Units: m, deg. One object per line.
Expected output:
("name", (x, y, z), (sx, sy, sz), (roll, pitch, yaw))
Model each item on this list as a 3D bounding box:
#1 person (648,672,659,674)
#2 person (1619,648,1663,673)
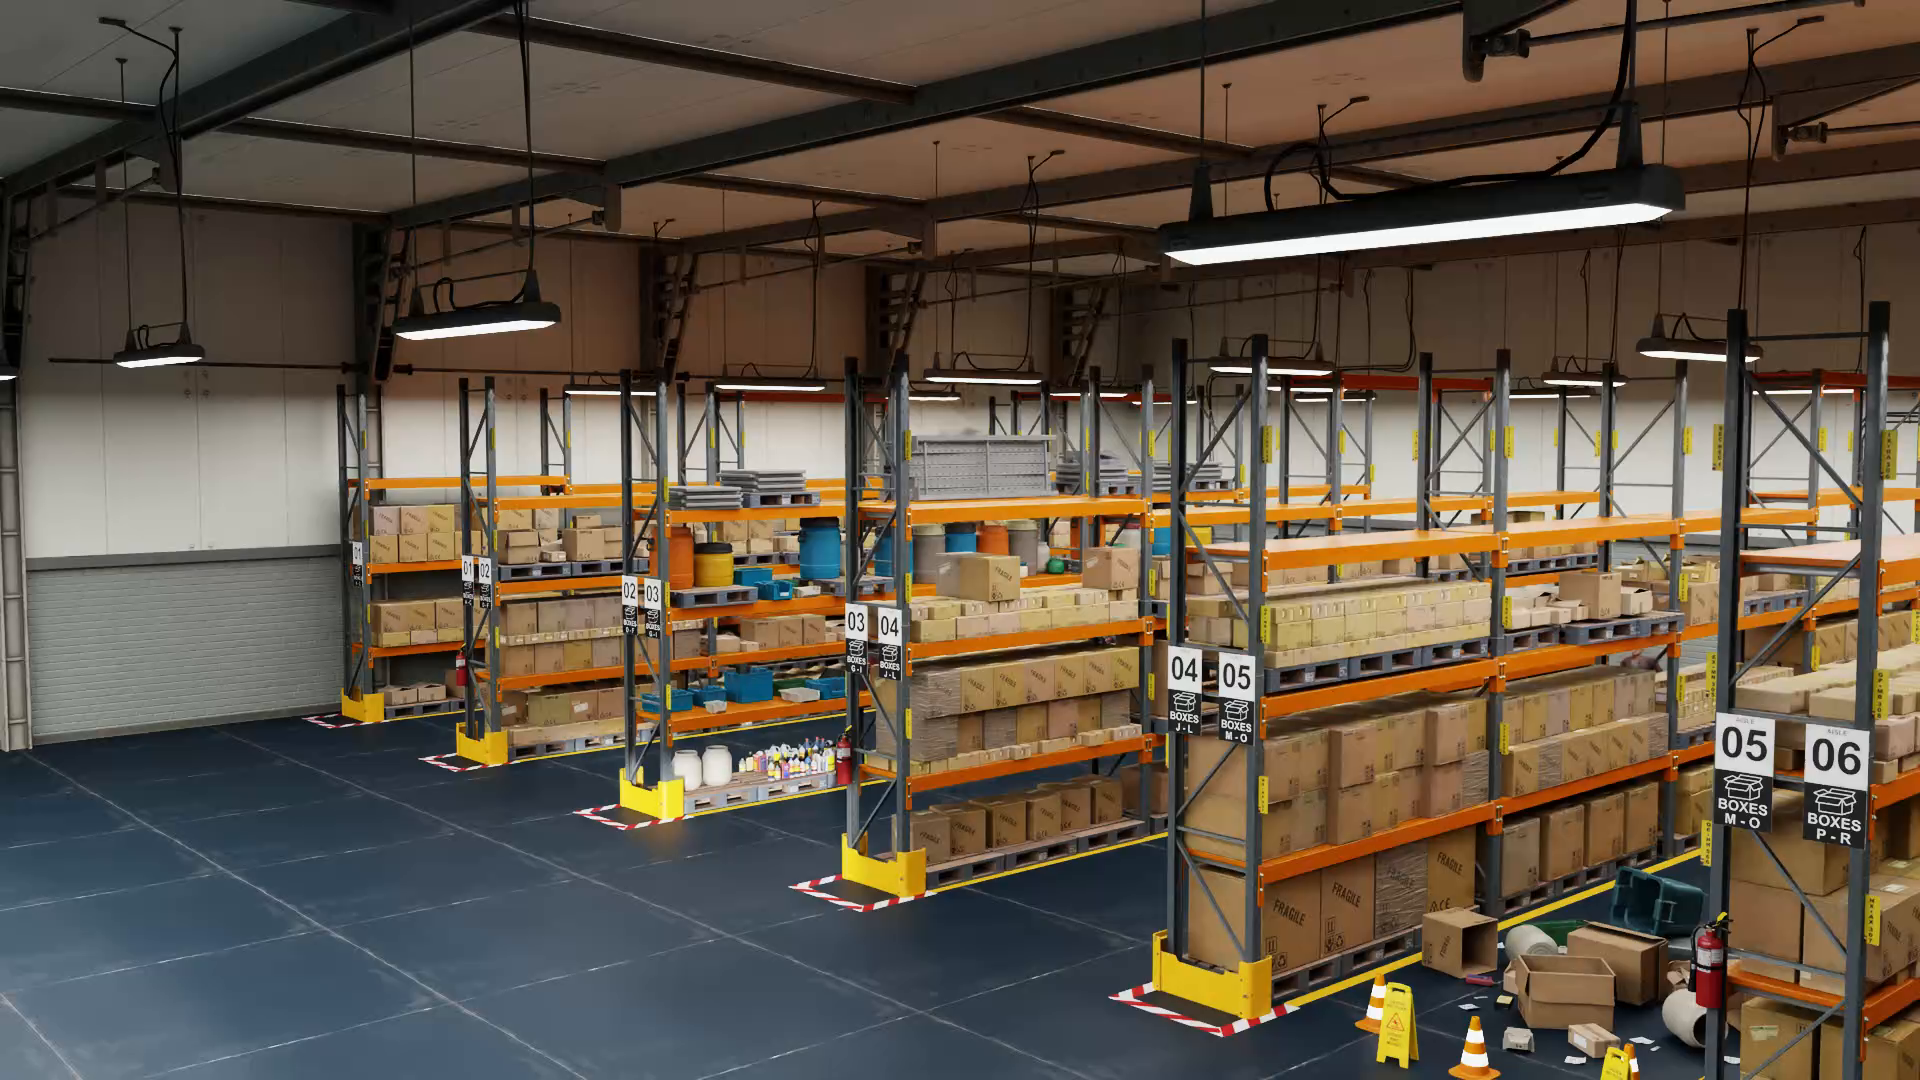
("person", (-5.647, 2.380, 30.599), (0.532, 1.550, 0.559), (3, 5, 41))
("person", (11.070, 2.522, 27.157), (0.741, 1.732, 0.591), (3, 5, 42))
